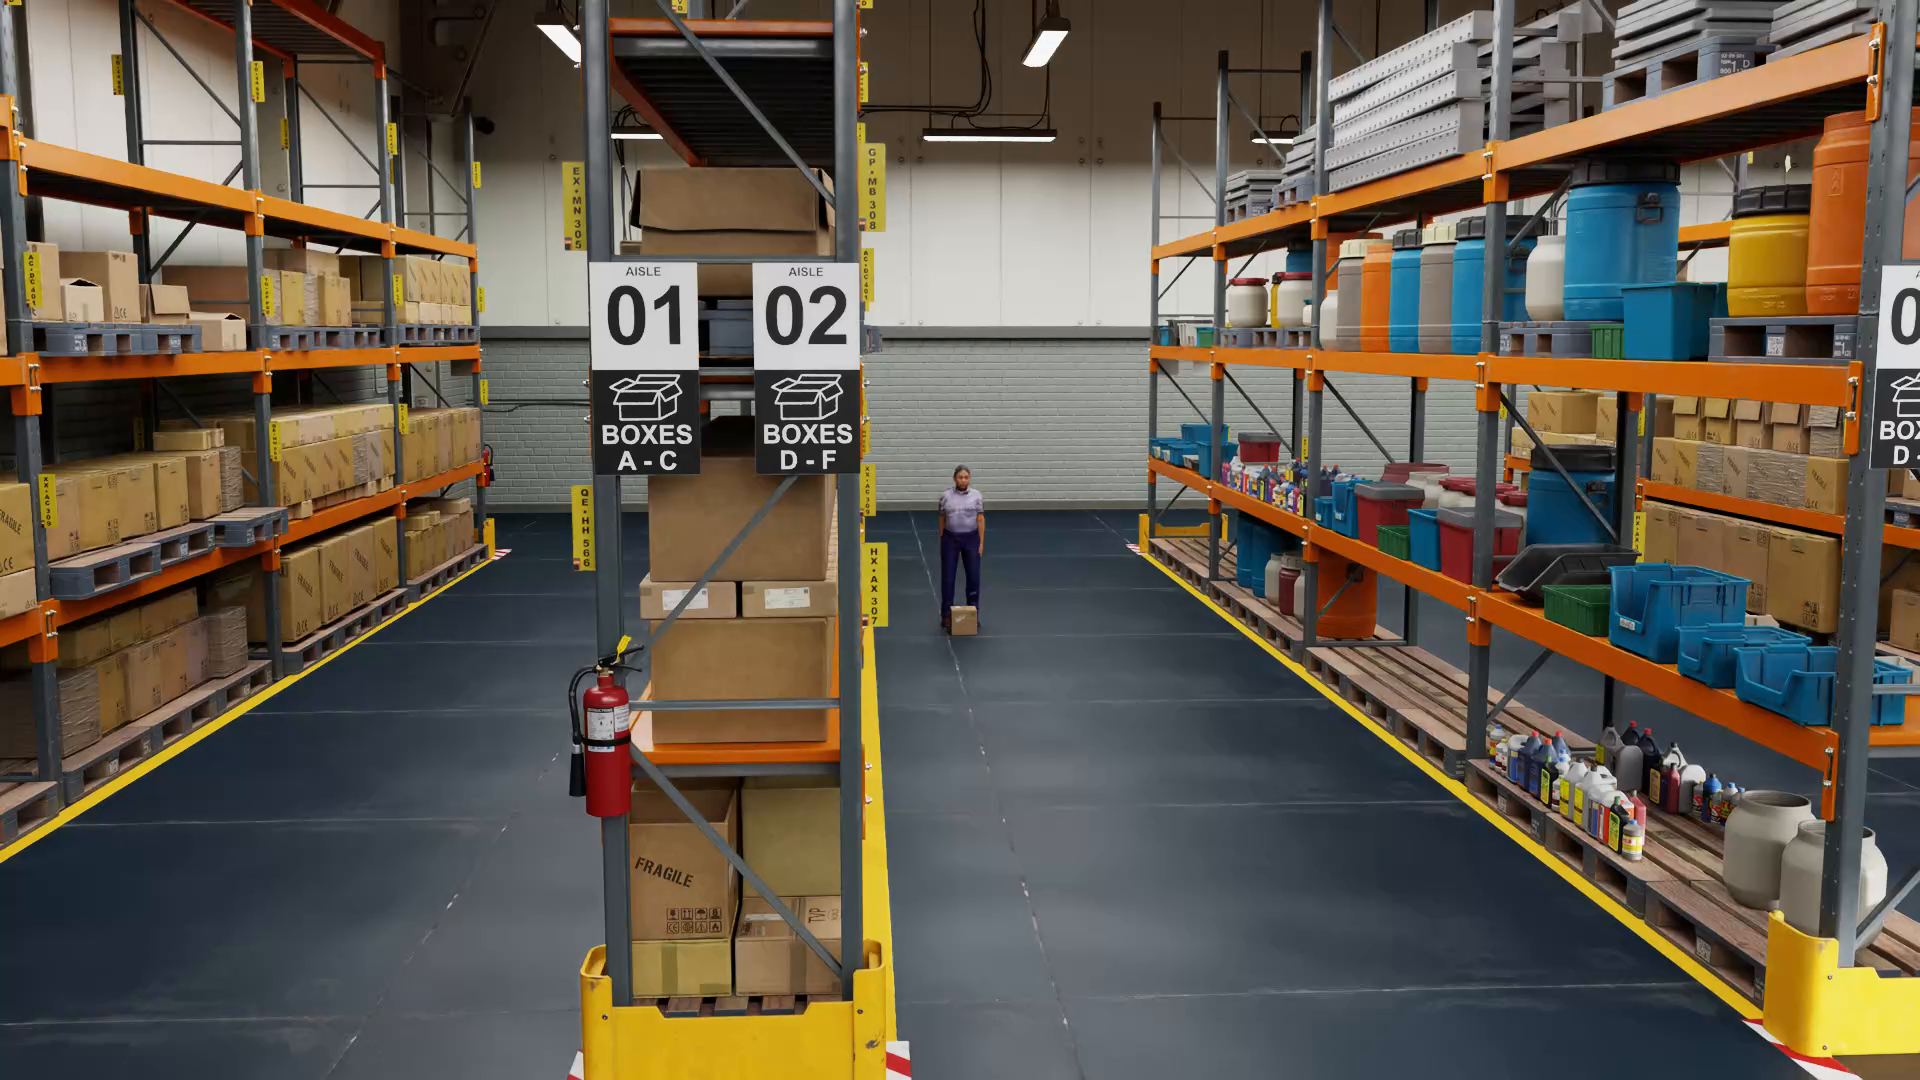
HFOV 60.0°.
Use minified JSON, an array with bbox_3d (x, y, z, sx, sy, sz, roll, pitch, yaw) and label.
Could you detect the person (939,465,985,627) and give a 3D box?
[{"bbox_3d":[0.022,0.055,16.895,0.469,1.646,0.342,0,7,-2],"label":"person"}]
